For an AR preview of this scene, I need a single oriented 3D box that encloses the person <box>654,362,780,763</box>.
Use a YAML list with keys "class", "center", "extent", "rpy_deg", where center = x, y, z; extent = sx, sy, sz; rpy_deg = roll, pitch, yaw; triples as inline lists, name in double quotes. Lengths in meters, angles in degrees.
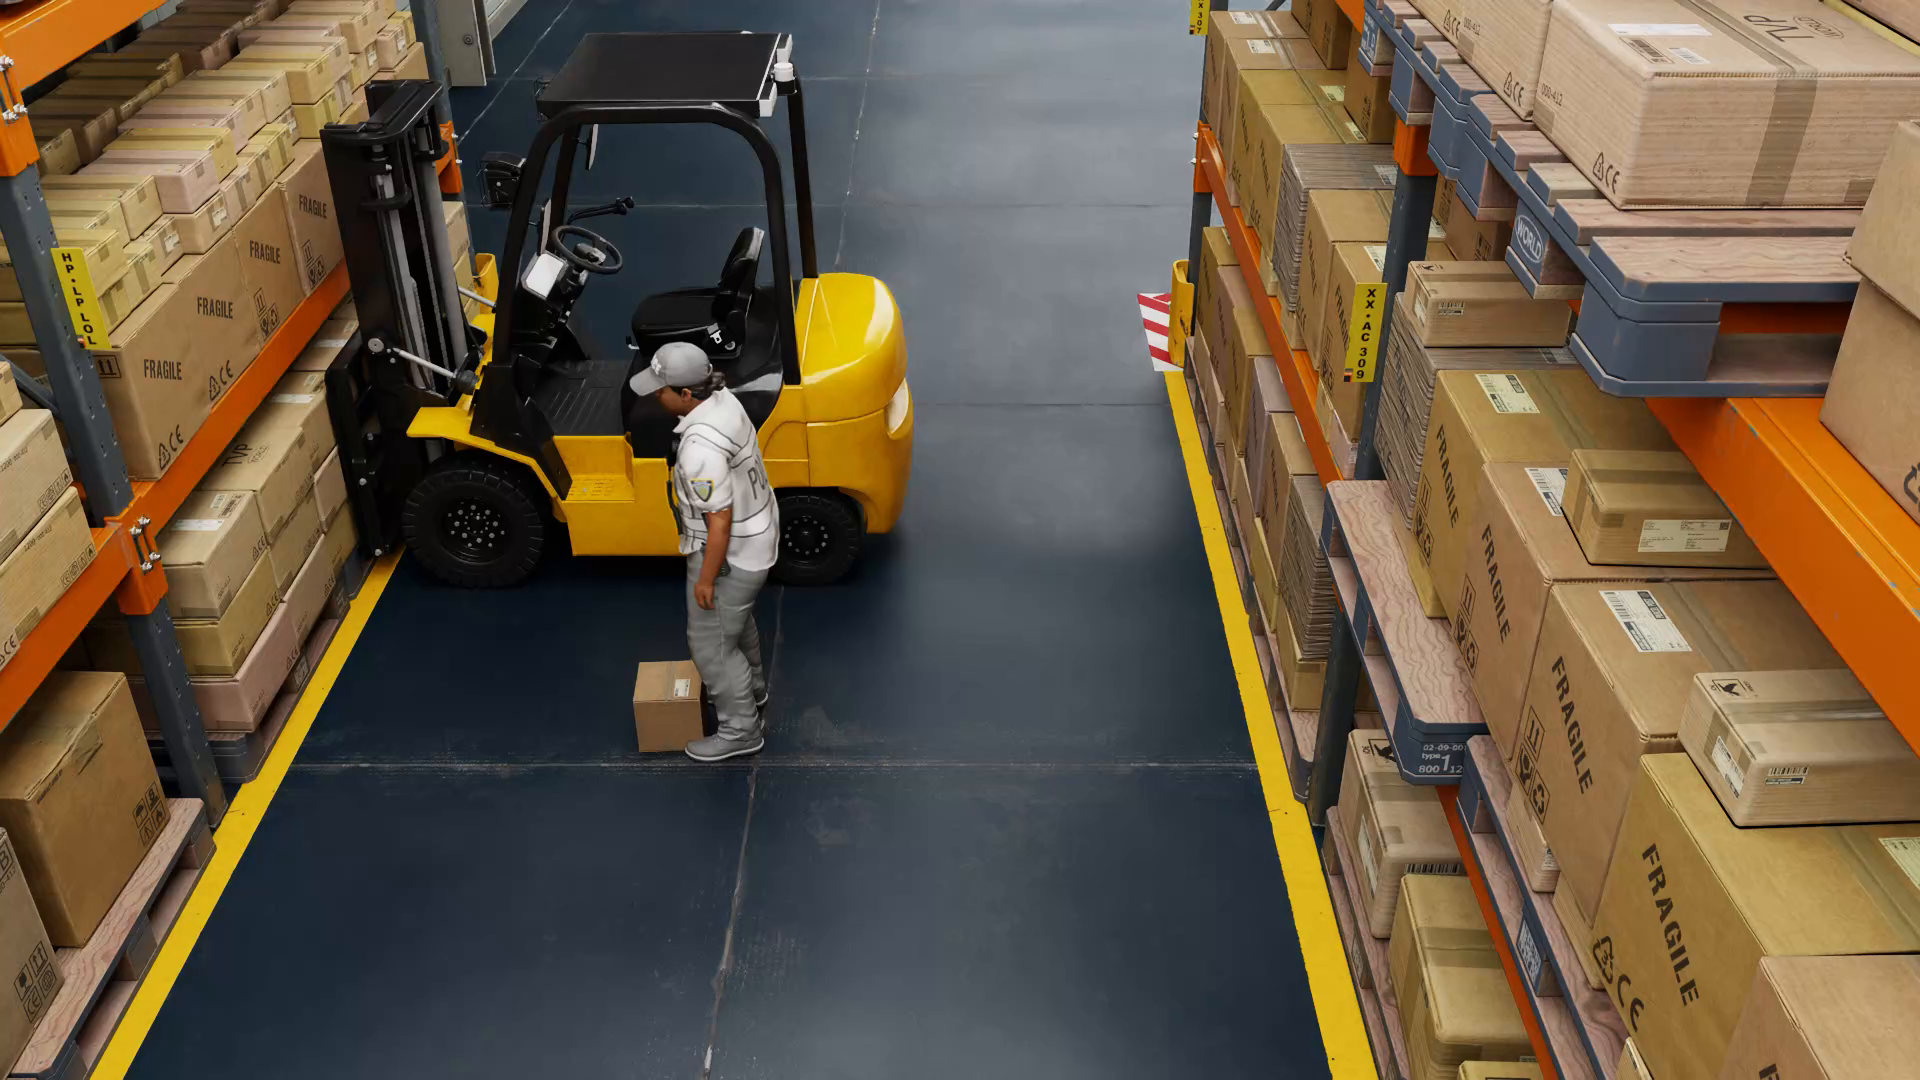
- class: "person"
  center: [-0.867, 0.037, 6.083]
  extent: [0.391, 1.651, 0.537]
  rpy_deg: [0, 32, 0]
